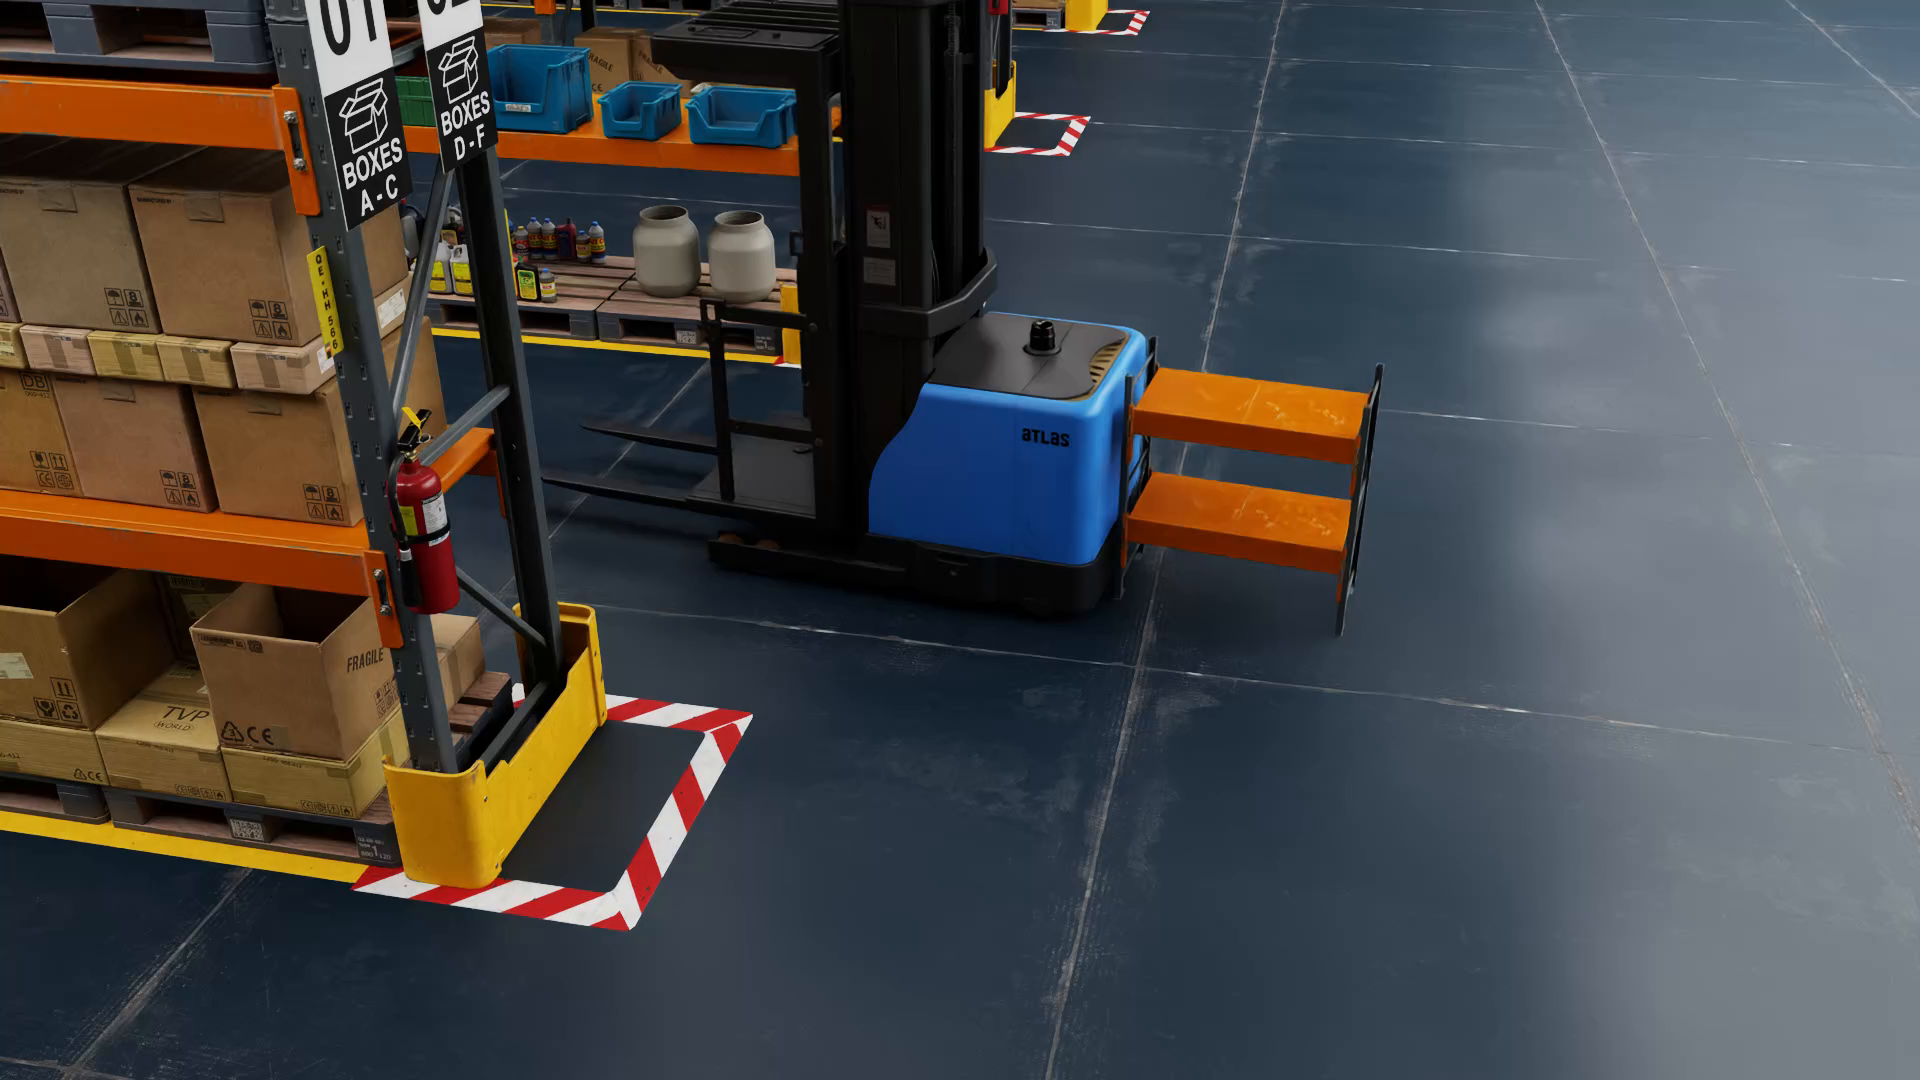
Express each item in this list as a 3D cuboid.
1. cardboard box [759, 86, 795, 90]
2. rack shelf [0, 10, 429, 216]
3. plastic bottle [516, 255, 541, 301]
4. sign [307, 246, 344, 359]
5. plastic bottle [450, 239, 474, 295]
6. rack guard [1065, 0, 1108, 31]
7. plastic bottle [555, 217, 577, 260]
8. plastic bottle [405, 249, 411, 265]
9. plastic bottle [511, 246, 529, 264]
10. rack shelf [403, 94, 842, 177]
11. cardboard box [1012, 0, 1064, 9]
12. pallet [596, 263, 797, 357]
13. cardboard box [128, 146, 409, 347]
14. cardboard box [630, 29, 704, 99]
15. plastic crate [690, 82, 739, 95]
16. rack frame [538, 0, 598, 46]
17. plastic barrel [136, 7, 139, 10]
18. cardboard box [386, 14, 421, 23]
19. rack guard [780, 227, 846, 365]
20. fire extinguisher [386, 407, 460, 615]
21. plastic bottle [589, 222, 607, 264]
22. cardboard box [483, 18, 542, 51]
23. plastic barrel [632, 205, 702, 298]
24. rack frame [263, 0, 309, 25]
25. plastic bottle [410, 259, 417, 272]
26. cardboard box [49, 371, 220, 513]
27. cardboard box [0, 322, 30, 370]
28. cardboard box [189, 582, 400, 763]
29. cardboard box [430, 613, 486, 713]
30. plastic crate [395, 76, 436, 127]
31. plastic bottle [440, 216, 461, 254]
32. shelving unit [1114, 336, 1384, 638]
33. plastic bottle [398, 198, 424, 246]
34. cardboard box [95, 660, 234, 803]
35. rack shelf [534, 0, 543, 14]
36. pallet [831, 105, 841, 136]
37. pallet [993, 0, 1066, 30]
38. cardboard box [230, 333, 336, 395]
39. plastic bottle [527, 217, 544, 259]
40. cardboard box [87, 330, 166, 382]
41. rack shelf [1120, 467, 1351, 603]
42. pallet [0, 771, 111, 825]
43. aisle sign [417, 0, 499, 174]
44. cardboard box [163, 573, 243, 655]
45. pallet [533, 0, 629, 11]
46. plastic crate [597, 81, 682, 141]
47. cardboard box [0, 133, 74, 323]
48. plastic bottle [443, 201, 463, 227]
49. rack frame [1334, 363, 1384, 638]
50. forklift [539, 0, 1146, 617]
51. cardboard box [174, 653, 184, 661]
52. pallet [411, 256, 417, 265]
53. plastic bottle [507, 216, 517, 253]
[{"bbox_3d":[-1.501,-4.276,15.103,0.500,0.500,0.500,9,30,15],"label":"cardboard box"},{"bbox_3d":[-3.722,-1.552,5.586,4.000,0.370,1.077,6,29,11],"label":"rack shelf"},{"bbox_3d":[-2.734,-1.660,10.528,0.133,0.283,0.061,7,29,12],"label":"plastic bottle"},{"bbox_3d":[-1.893,-0.709,4.969,0.005,0.325,0.100,6,29,11],"label":"sign"},{"bbox_3d":[-3.155,-1.753,10.628,0.185,0.351,0.144,7,29,13],"label":"plastic bottle"},{"bbox_3d":[1.464,-6.223,19.096,0.348,0.500,1.175,6,29,11],"label":"rack guard"},{"bbox_3d":[-2.654,-2.038,11.219,0.133,0.283,0.061,6,29,11],"label":"plastic bottle"},{"bbox_3d":[-3.601,-1.782,10.764,0.097,0.271,0.097,0,29,0],"label":"plastic bottle"},{"bbox_3d":[-2.835,-1.745,10.684,0.133,0.283,0.061,6,29,11],"label":"plastic bottle"},{"bbox_3d":[-2.684,-2.562,10.555,4.000,0.370,1.077,6,29,11],"label":"rack shelf"},{"bbox_3d":[0.763,-6.611,18.977,0.875,0.875,0.875,6,29,11],"label":"cardboard box"},{"bbox_3d":[-1.606,-1.523,10.812,1.213,0.211,1.003,6,29,11],"label":"pallet"},{"bbox_3d":[-2.272,-1.022,5.538,0.500,0.500,0.700,6,29,11],"label":"cardboard box"},{"bbox_3d":[-2.661,-4.379,15.290,0.500,0.500,0.500,16,32,26],"label":"cardboard box"},{"bbox_3d":[-1.536,-2.802,10.519,0.250,0.136,0.298,6,29,11],"label":"plastic crate"},{"bbox_3d":[-3.606,-5.404,14.997,0.127,3.000,1.000,6,29,11],"label":"rack frame"},{"bbox_3d":[-5.530,-3.336,11.079,0.433,0.535,0.433,0,29,0],"label":"plastic barrel"},{"bbox_3d":[-5.212,-4.685,15.828,0.500,0.500,0.700,3,29,6],"label":"cardboard box"},{"bbox_3d":[-0.813,-1.566,10.589,0.348,0.500,1.175,6,29,11],"label":"rack guard"},{"bbox_3d":[-1.748,-0.087,5.366,0.183,0.674,0.296,6,29,11],"label":"fire extinguisher"},{"bbox_3d":[-2.437,-2.001,11.164,0.097,0.271,0.097,0,29,0],"label":"plastic bottle"},{"bbox_3d":[-4.202,-4.572,15.622,0.500,0.500,0.700,4,29,7],"label":"cardboard box"},{"bbox_3d":[-1.878,-1.850,10.659,0.421,0.512,0.421,0,29,0],"label":"plastic barrel"},{"bbox_3d":[-1.767,-2.982,4.326,0.127,3.000,1.000,6,29,11],"label":"rack frame"},{"bbox_3d":[-3.481,-1.709,10.704,0.097,0.201,0.097,0,29,0],"label":"plastic bottle"},{"bbox_3d":[-2.735,-0.498,5.932,0.500,0.500,0.700,7,29,12],"label":"cardboard box"},{"bbox_3d":[-3.189,-0.732,5.683,0.250,0.149,0.380,7,29,12],"label":"cardboard box"},{"bbox_3d":[-2.353,0.428,5.989,0.500,0.500,0.500,6,29,11],"label":"cardboard box"},{"bbox_3d":[-2.245,0.513,6.616,0.500,0.250,0.500,6,29,11],"label":"cardboard box"},{"bbox_3d":[-3.372,-2.716,10.308,0.662,0.188,0.450,6,29,11],"label":"plastic crate"},{"bbox_3d":[-3.443,-2.048,11.237,0.133,0.283,0.061,6,29,11],"label":"plastic bottle"},{"bbox_3d":[1.292,-0.249,7.533,1.048,1.125,0.538,9,30,16],"label":"shelving unit"},{"bbox_3d":[-3.763,-2.160,11.373,0.185,0.351,0.144,4,29,8],"label":"plastic bottle"},{"bbox_3d":[-2.844,0.712,6.253,0.500,0.250,0.500,6,29,11],"label":"cardboard box"},{"bbox_3d":[-5.562,-5.289,15.536,4.000,0.370,1.077,6,29,11],"label":"rack shelf"},{"bbox_3d":[-0.556,-3.885,15.127,1.213,0.211,1.003,6,29,11],"label":"pallet"},{"bbox_3d":[0.642,-6.142,19.249,1.213,0.211,1.003,6,29,11],"label":"pallet"},{"bbox_3d":[-2.180,-0.628,5.494,0.250,0.149,0.380,5,29,10],"label":"cardboard box"},{"bbox_3d":[-2.870,-2.045,11.246,0.097,0.271,0.097,0,29,0],"label":"plastic bottle"},{"bbox_3d":[-2.686,-0.679,5.587,0.250,0.149,0.380,5,29,10],"label":"cardboard box"},{"bbox_3d":[1.292,-0.034,7.651,1.000,0.278,0.538,9,30,16],"label":"rack shelf"},{"bbox_3d":[-3.713,0.692,6.766,1.213,0.211,1.003,6,29,11],"label":"pallet"},{"bbox_3d":[-1.638,-1.628,5.394,0.004,0.787,0.394,6,29,11],"label":"aisle sign"},{"bbox_3d":[-2.734,0.135,6.525,0.500,0.500,0.500,6,29,11],"label":"cardboard box"},{"bbox_3d":[-4.438,-6.663,20.201,1.213,0.211,1.003,6,29,11],"label":"pallet"},{"bbox_3d":[-1.914,-2.589,10.010,0.408,0.251,0.499,6,29,11],"label":"plastic crate"},{"bbox_3d":[-3.281,-1.122,5.721,0.500,0.500,0.700,6,29,11],"label":"cardboard box"},{"bbox_3d":[-3.447,-2.128,11.314,0.185,0.351,0.144,6,29,10],"label":"plastic bottle"},{"bbox_3d":[1.773,-0.170,7.389,0.032,1.125,0.500,9,30,16],"label":"rack frame"},{"bbox_3d":[-0.688,-1.347,7.659,3.031,2.935,1.130,9,30,16],"label":"forklift"},{"bbox_3d":[-3.223,0.414,6.796,0.500,0.250,0.500,6,29,11],"label":"cardboard box"},{"bbox_3d":[-3.992,-1.768,11.259,1.213,0.211,1.003,6,29,11],"label":"pallet"},{"bbox_3d":[-3.068,-2.066,11.283,0.097,0.271,0.097,0,29,0],"label":"plastic bottle"}]
